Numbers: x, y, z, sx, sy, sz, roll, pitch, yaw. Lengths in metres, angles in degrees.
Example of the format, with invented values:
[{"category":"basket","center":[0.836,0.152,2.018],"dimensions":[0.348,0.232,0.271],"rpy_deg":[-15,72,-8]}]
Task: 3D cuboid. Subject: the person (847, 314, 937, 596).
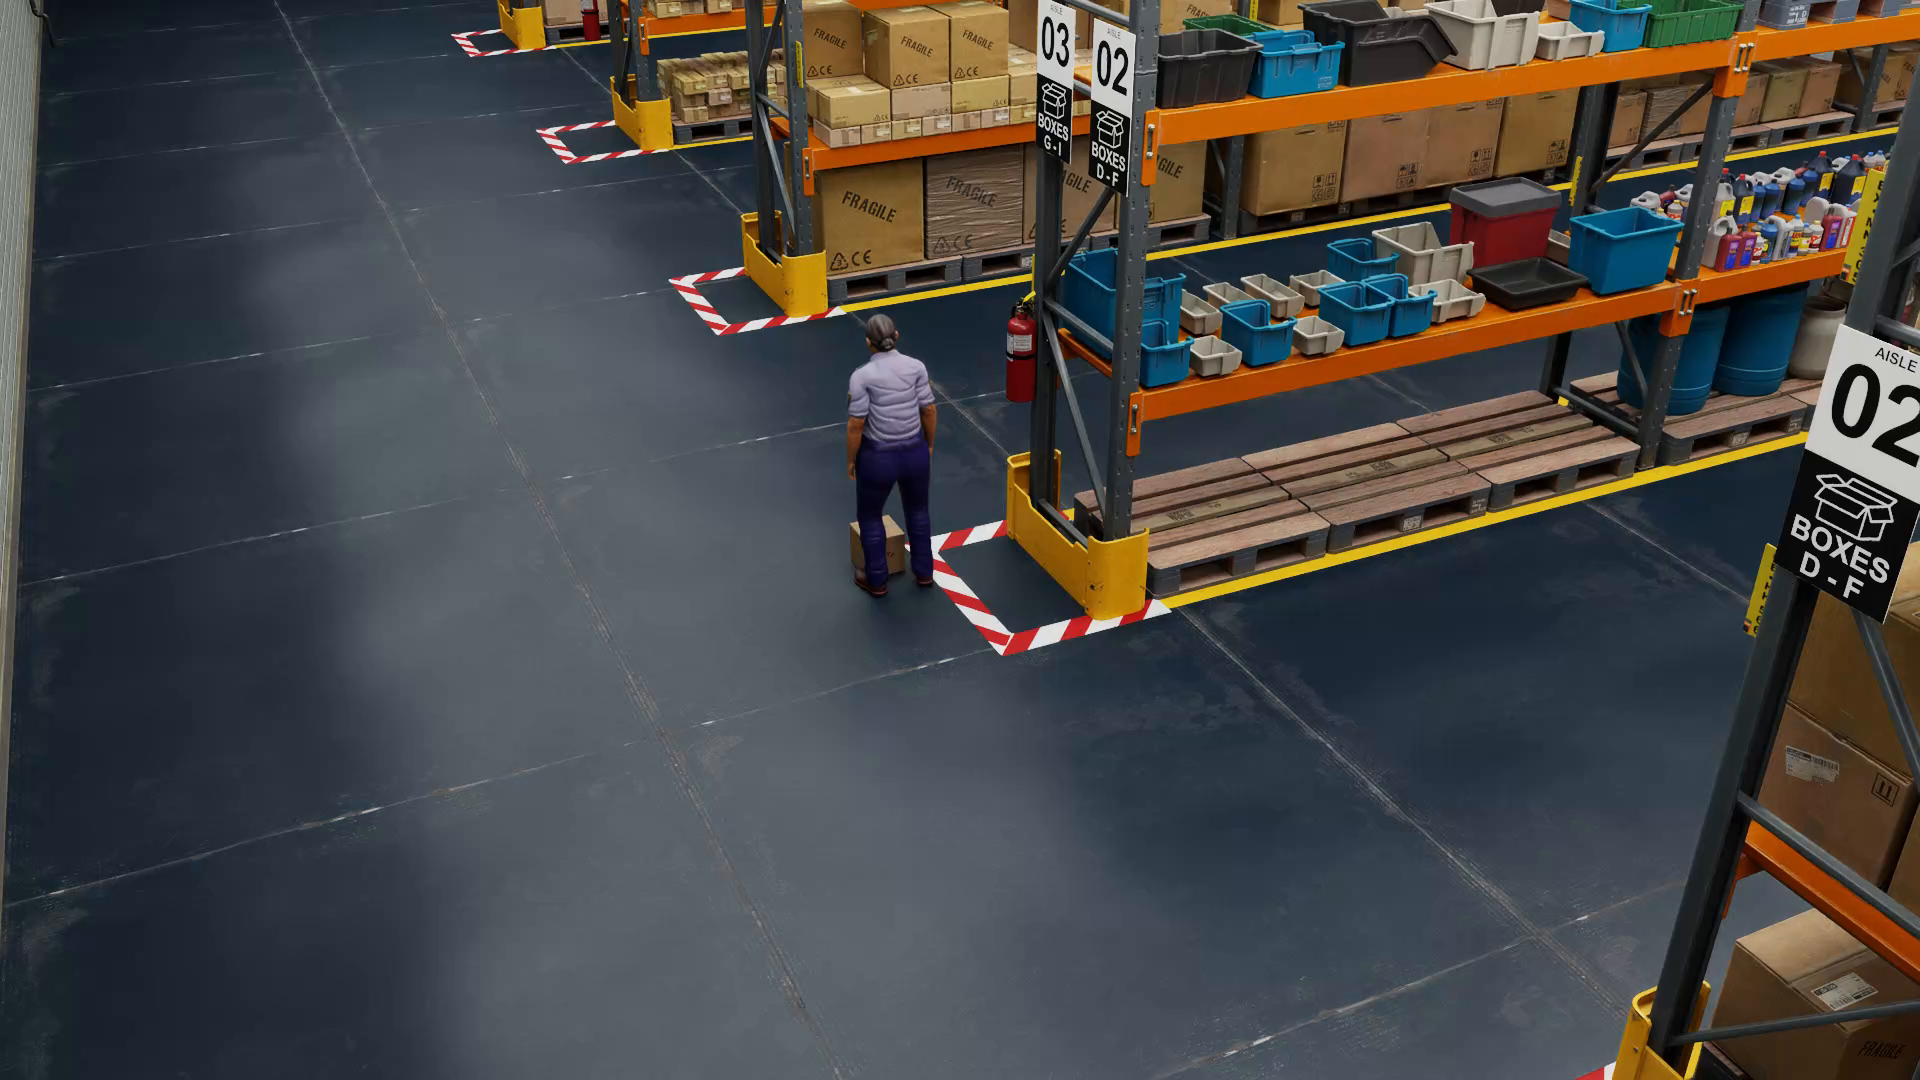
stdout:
[{"category":"person","center":[-0.378,-0.462,9.266],"dimensions":[0.537,1.651,0.373],"rpy_deg":[-11,32,-19]}]
